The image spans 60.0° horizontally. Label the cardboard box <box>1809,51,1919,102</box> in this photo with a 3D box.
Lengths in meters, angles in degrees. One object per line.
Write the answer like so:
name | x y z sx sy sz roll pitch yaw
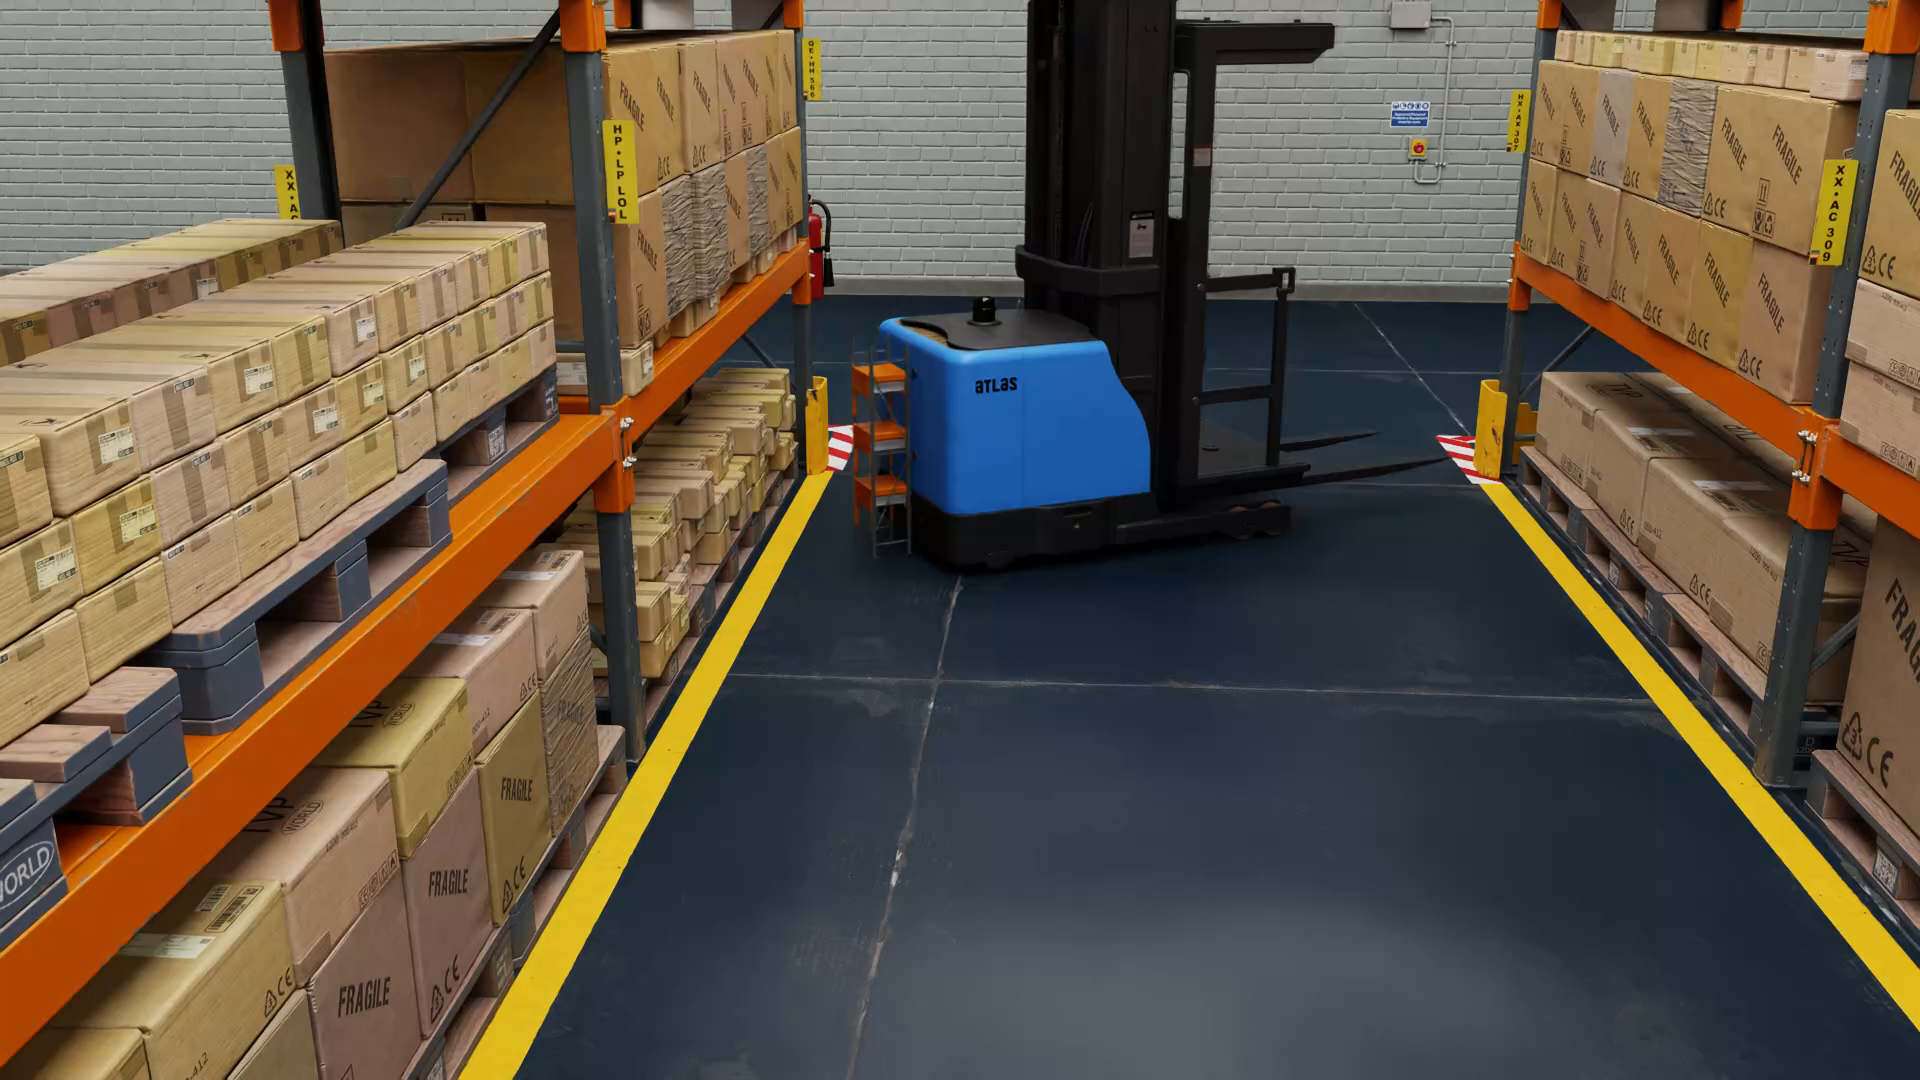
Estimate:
cardboard box | 3.002 -1.500 5.376 0.380 0.149 0.250 1 18 3

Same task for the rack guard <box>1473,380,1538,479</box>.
rack guard | 3.586 -0.629 9.538 1.175 0.500 0.348 1 18 4

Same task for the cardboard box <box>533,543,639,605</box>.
cardboard box | -1.416 0.124 6.175 0.380 0.149 0.250 2 18 6

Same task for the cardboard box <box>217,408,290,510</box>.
cardboard box | -1.608 -0.171 3.378 0.380 0.149 0.250 1 18 3

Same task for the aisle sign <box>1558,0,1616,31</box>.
aisle sign | 3.300 -3.073 8.809 0.394 0.787 0.004 1 18 4

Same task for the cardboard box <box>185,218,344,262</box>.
cardboard box | -2.134 -0.897 5.115 0.380 0.149 0.250 2 18 7

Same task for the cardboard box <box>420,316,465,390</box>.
cardboard box | -1.532 -0.495 4.369 0.380 0.149 0.250 1 18 2

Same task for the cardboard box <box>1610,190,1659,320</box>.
cardboard box | 3.181 -1.243 7.237 0.500 0.500 0.500 2 18 6

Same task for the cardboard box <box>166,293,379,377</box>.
cardboard box | -1.575 -0.475 3.828 0.380 0.149 0.250 0 18 1

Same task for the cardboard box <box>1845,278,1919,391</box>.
cardboard box | 2.985 -0.603 4.883 0.500 0.250 0.500 1 18 2

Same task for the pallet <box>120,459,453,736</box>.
pallet | -1.833 0.072 3.694 1.003 0.211 1.213 1 18 4

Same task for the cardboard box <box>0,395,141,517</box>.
cardboard box | -1.649 -0.147 2.829 0.380 0.149 0.250 1 18 2

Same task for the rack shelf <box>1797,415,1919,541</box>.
rack shelf | 3.154 0.396 3.551 1.077 0.370 4.000 1 18 4

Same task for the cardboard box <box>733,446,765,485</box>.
cardboard box | -1.173 -0.381 8.196 0.380 0.149 0.250 2 18 5

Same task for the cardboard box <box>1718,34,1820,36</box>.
cardboard box | 3.770 -2.285 7.772 0.380 0.149 0.250 2 18 5

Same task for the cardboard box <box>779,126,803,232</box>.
cardboard box | -1.136 -1.932 8.862 0.500 0.500 0.500 2 18 5

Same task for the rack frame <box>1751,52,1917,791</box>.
rack frame | 3.298 -0.567 5.335 1.000 3.000 0.127 1 18 4

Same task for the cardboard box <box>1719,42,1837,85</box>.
cardboard box | 3.139 -1.815 6.335 0.380 0.149 0.250 1 18 3

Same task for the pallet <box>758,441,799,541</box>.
pallet | -1.459 -0.288 8.962 1.003 0.211 1.213 1 18 4

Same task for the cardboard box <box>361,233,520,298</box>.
cardboard box | -1.499 -0.796 4.809 0.380 0.149 0.250 1 18 2

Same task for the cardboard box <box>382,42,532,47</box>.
cardboard box | -1.851 -1.622 6.313 0.500 0.500 0.500 1 18 2

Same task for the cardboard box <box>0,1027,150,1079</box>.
cardboard box | -1.643 1.020 2.629 0.500 0.250 0.500 0 18 1

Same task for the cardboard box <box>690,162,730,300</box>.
cardboard box | -1.260 -1.292 6.911 0.500 0.500 0.500 1 18 3

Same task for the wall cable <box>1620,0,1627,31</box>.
wall cable | 5.381 -4.015 14.229 0.588 1.984 0.122 1 18 4

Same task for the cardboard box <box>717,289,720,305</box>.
cardboard box | -1.281 -1.101 7.370 0.380 0.149 0.250 2 18 6

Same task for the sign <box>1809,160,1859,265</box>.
sign | 2.744 -1.028 5.224 0.100 0.325 0.005 1 18 4

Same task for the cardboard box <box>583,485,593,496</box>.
cardboard box | -1.779 -0.143 7.468 0.380 0.149 0.250 0 18 1

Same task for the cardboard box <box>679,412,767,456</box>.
cardboard box | -1.158 -0.522 8.147 0.380 0.149 0.250 2 18 6

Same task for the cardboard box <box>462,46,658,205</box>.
cardboard box | -1.372 -1.444 5.770 0.500 0.500 0.500 2 18 5

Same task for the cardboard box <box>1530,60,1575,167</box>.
cardboard box | 3.266 -2.189 8.519 0.500 0.500 0.500 1 18 3

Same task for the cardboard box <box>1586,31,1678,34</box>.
cardboard box | 3.335 -2.453 8.283 0.380 0.149 0.250 2 18 5

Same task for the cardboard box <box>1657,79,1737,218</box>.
cardboard box | 3.128 -1.558 6.593 0.500 0.500 0.500 2 18 5

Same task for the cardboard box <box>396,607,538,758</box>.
cardboard box | -1.498 0.383 4.574 0.500 0.250 0.500 2 18 7

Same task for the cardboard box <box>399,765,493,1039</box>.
cardboard box | -1.527 0.897 4.209 0.500 0.500 0.500 1 18 3

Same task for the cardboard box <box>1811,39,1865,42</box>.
cardboard box | 3.707 -1.962 6.787 0.380 0.149 0.250 1 18 4

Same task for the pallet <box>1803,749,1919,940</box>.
pallet | 3.317 1.000 5.033 1.003 0.211 1.213 1 18 4

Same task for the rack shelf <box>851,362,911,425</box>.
rack shelf | -0.383 -0.713 8.035 0.215 0.259 0.240 -8 20 -22

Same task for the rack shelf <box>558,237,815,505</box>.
rack shelf | -1.504 -0.925 7.584 1.077 0.370 4.000 1 18 4

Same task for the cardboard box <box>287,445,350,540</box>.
cardboard box | -1.587 -0.111 3.672 0.380 0.149 0.250 1 18 2

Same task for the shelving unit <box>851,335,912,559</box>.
shelving unit | -0.383 -0.453 8.120 0.215 1.050 0.252 -8 20 -22

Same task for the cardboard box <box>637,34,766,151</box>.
cardboard box | -1.210 -2.085 7.726 0.500 0.500 0.500 2 18 7

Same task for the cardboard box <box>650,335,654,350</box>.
cardboard box | -1.389 -0.773 6.368 0.380 0.149 0.250 0 18 1

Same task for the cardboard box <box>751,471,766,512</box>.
cardboard box | -1.173 -0.245 8.257 0.380 0.149 0.250 0 18 1

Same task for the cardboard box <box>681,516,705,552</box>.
cardboard box | -1.326 -0.063 7.224 0.380 0.149 0.250 2 18 6

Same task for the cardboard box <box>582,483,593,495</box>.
cardboard box | -1.861 -0.296 7.458 0.380 0.149 0.250 1 18 2

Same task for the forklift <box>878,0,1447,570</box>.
forklift | 1.140 -1.536 8.403 3.031 2.935 1.130 -8 20 -22

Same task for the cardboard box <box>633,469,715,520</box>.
cardboard box | -1.272 -0.198 7.159 0.380 0.149 0.250 2 18 5

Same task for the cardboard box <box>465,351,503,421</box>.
cardboard box | -1.516 -0.440 4.678 0.380 0.149 0.250 1 18 4

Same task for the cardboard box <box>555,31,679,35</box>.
cardboard box | -1.687 -2.262 8.264 0.500 0.500 0.500 2 18 6

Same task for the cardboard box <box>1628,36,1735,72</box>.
cardboard box | 3.175 -2.133 7.308 0.380 0.149 0.250 1 18 4

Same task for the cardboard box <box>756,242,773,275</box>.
cardboard box | -1.155 -1.427 8.363 0.380 0.149 0.250 2 18 5

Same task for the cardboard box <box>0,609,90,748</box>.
cardboard box | -1.662 0.215 2.679 0.380 0.149 0.250 2 18 7

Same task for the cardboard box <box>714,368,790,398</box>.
cardboard box | -1.145 -0.845 9.135 0.380 0.149 0.250 1 18 5

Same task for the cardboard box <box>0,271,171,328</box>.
cardboard box | -2.207 -0.573 4.129 0.380 0.149 0.250 1 18 3

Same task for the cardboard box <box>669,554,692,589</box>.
cardboard box | -1.347 0.163 7.013 0.380 0.149 0.250 1 18 3

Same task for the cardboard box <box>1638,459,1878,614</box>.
cardboard box | 3.513 -0.019 7.105 0.875 0.438 0.875 1 18 2

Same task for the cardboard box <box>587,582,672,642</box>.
cardboard box | -1.302 0.263 6.230 0.380 0.149 0.250 2 18 6
